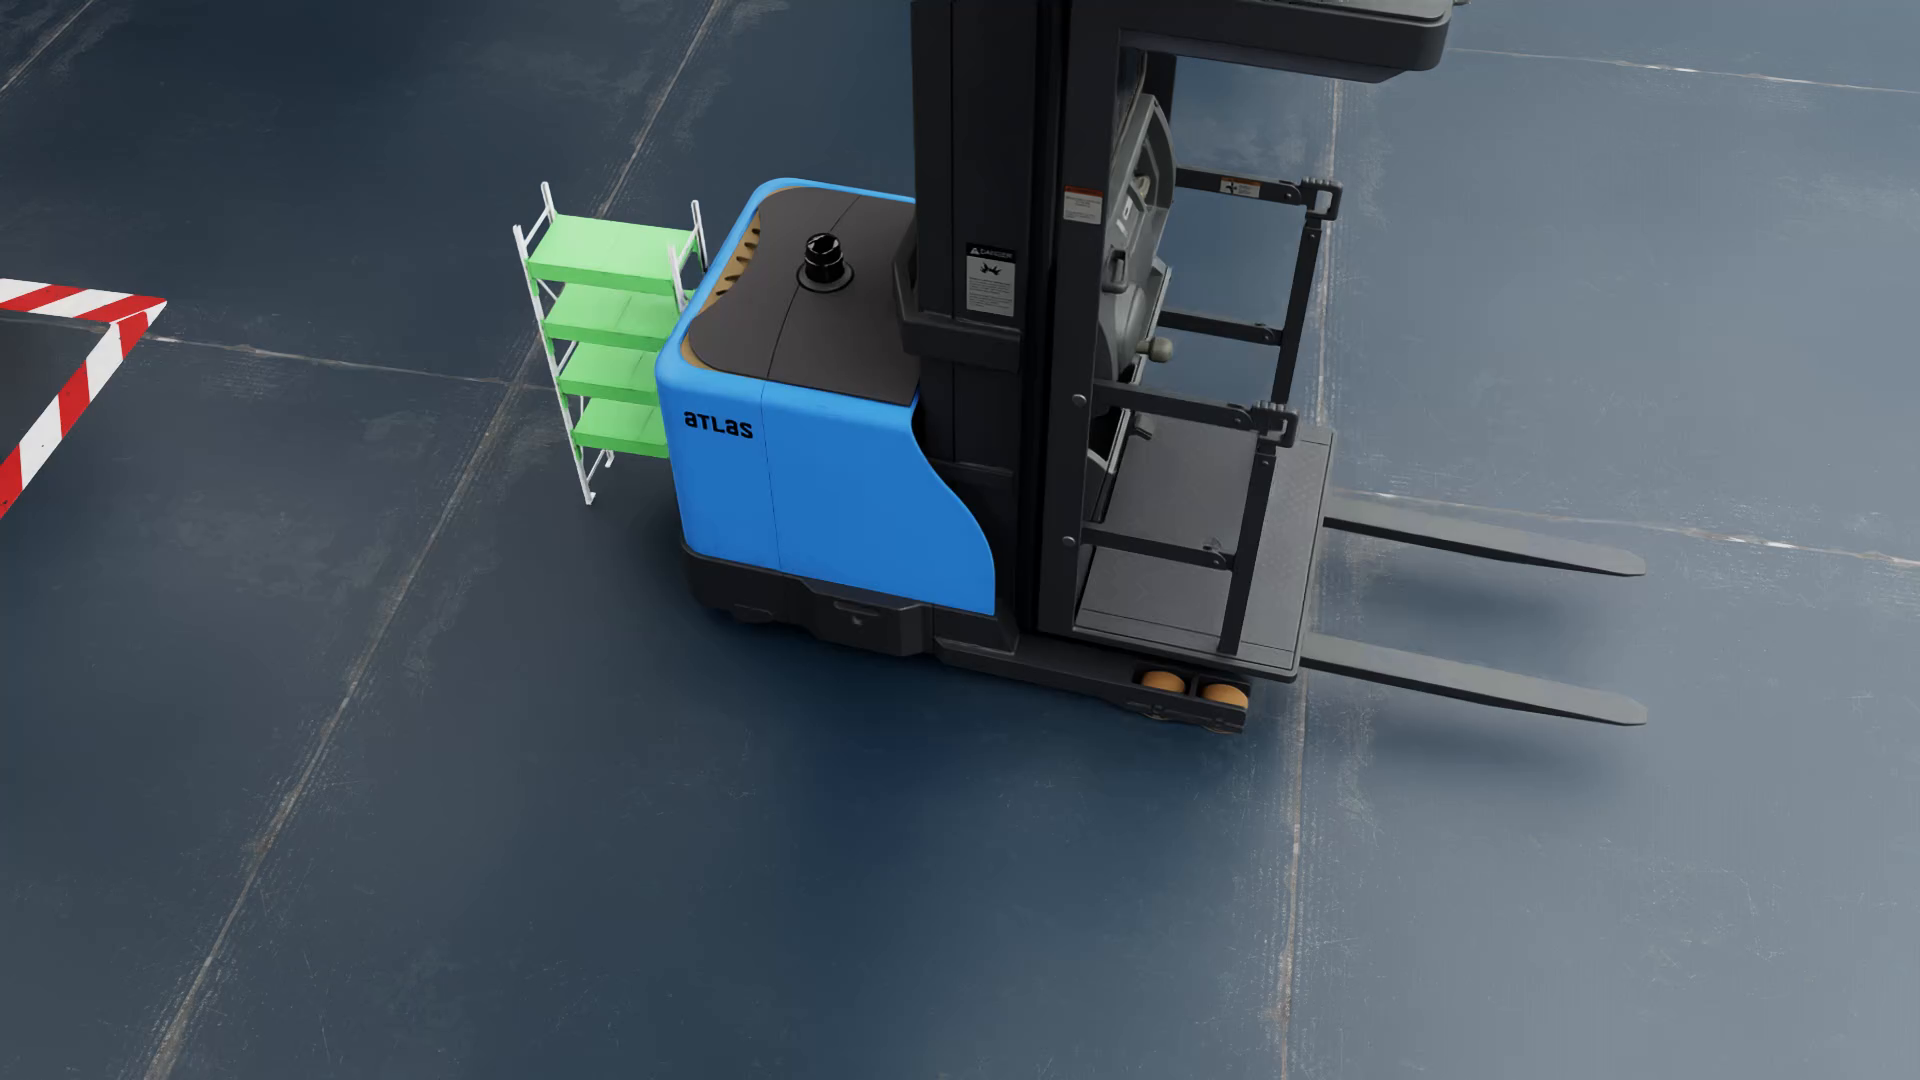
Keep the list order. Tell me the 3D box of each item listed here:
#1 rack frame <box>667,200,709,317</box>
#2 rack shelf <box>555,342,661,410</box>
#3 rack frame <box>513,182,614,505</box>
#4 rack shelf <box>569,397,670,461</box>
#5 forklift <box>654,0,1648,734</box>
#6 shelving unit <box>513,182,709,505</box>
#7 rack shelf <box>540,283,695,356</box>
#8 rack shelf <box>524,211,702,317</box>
[{"bbox_3d":[-0.818,-0.542,5.418,0.015,1.200,0.240,9,49,9],"label":"rack frame"},{"bbox_3d":[-1.055,-0.535,5.504,0.480,0.148,0.258,9,49,9],"label":"rack shelf"},{"bbox_3d":[-1.295,-0.615,5.496,0.015,1.200,0.240,9,49,9],"label":"rack frame"},{"bbox_3d":[-1.051,-0.374,5.682,0.480,0.148,0.258,9,49,9],"label":"rack shelf"},{"bbox_3d":[0.675,-0.817,4.513,3.031,2.935,1.130,11,49,10],"label":"forklift"},{"bbox_3d":[-1.056,-0.578,5.457,0.503,1.200,0.258,9,49,9],"label":"shelving unit"},{"bbox_3d":[-1.060,-0.696,5.326,0.480,0.148,0.258,9,49,9],"label":"rack shelf"},{"bbox_3d":[-1.064,-0.858,5.148,0.480,0.148,0.258,9,49,9],"label":"rack shelf"}]
